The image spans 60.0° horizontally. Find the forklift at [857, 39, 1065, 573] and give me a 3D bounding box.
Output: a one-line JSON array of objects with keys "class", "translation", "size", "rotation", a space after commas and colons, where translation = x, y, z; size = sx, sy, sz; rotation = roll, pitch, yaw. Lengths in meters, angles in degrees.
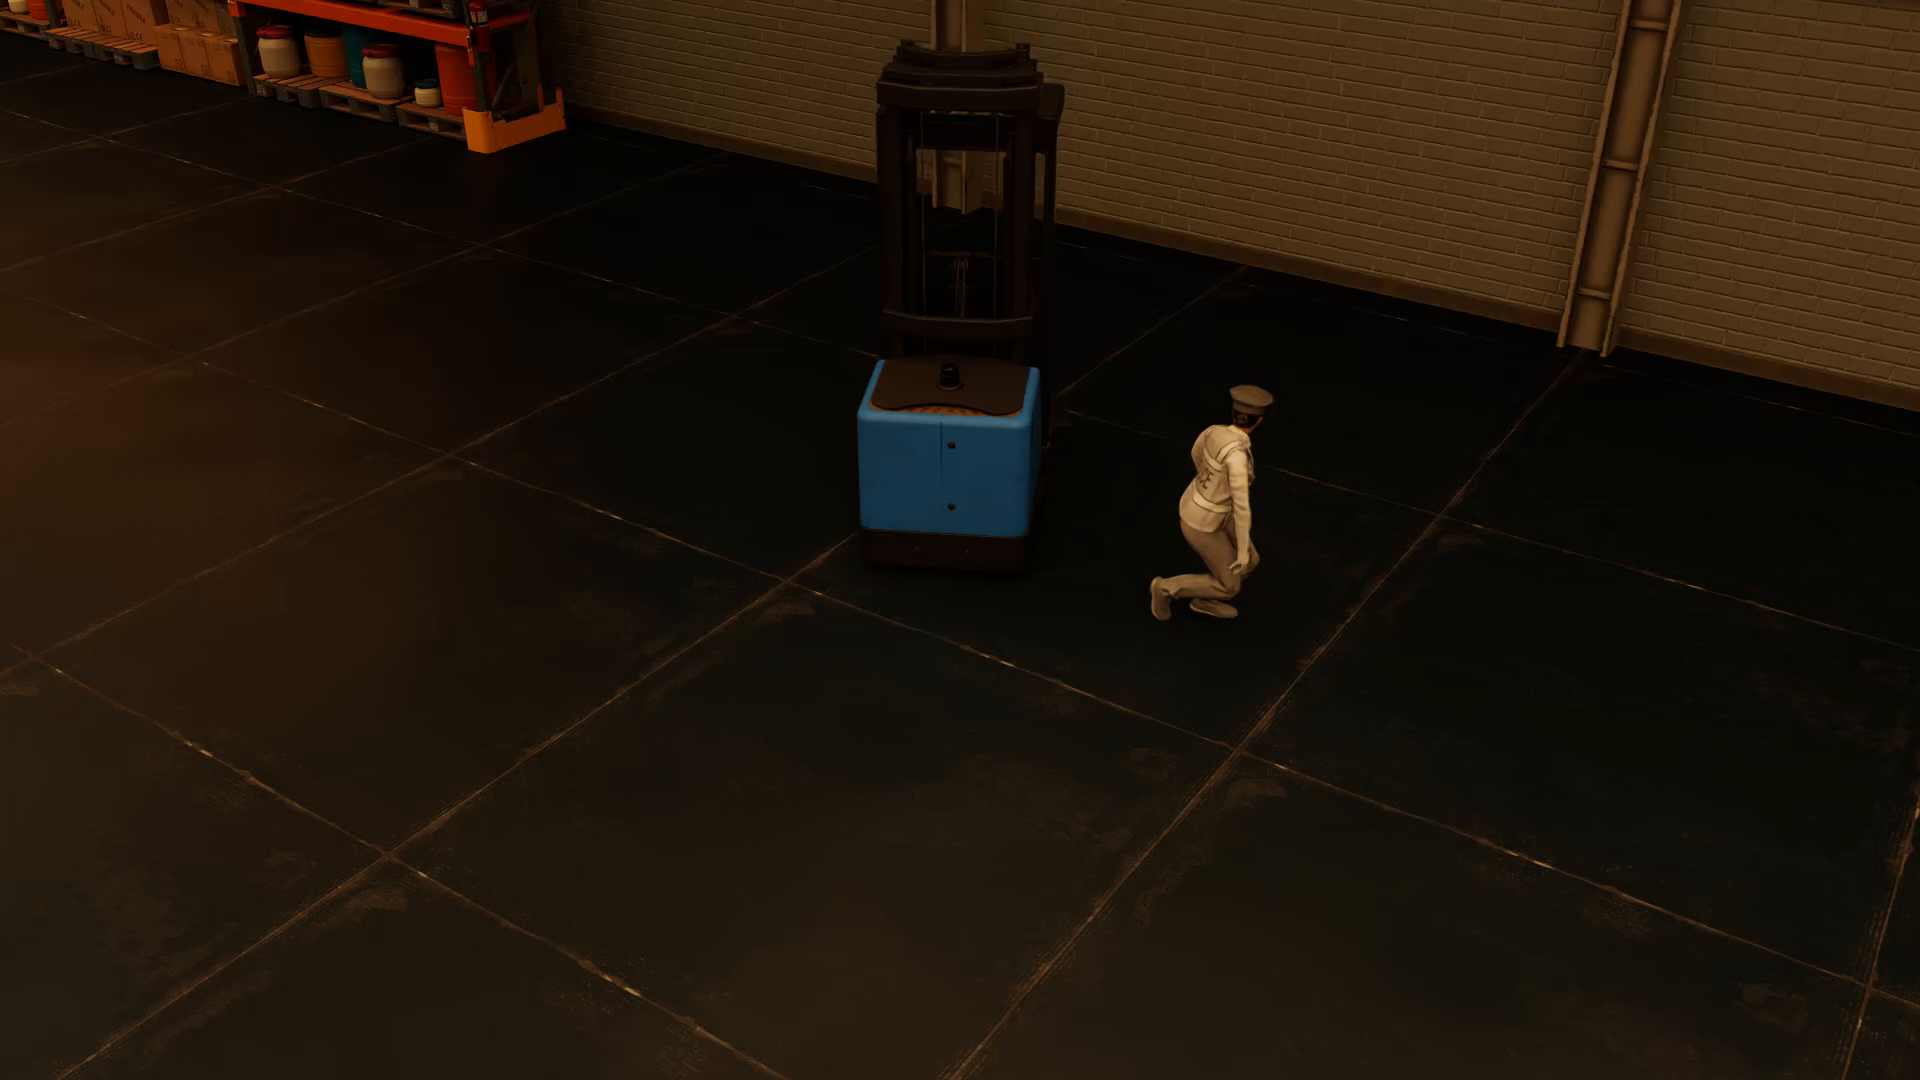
[{"class": "forklift", "translation": [0.069, -1.788, 10.661], "size": [1.130, 2.935, 3.031], "rotation": [3, 30, 6]}]

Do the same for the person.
[{"class": "person", "translation": [1.406, -0.156, 9.342], "size": [0.610, 1.466, 0.757], "rotation": [4, 30, 7]}]
